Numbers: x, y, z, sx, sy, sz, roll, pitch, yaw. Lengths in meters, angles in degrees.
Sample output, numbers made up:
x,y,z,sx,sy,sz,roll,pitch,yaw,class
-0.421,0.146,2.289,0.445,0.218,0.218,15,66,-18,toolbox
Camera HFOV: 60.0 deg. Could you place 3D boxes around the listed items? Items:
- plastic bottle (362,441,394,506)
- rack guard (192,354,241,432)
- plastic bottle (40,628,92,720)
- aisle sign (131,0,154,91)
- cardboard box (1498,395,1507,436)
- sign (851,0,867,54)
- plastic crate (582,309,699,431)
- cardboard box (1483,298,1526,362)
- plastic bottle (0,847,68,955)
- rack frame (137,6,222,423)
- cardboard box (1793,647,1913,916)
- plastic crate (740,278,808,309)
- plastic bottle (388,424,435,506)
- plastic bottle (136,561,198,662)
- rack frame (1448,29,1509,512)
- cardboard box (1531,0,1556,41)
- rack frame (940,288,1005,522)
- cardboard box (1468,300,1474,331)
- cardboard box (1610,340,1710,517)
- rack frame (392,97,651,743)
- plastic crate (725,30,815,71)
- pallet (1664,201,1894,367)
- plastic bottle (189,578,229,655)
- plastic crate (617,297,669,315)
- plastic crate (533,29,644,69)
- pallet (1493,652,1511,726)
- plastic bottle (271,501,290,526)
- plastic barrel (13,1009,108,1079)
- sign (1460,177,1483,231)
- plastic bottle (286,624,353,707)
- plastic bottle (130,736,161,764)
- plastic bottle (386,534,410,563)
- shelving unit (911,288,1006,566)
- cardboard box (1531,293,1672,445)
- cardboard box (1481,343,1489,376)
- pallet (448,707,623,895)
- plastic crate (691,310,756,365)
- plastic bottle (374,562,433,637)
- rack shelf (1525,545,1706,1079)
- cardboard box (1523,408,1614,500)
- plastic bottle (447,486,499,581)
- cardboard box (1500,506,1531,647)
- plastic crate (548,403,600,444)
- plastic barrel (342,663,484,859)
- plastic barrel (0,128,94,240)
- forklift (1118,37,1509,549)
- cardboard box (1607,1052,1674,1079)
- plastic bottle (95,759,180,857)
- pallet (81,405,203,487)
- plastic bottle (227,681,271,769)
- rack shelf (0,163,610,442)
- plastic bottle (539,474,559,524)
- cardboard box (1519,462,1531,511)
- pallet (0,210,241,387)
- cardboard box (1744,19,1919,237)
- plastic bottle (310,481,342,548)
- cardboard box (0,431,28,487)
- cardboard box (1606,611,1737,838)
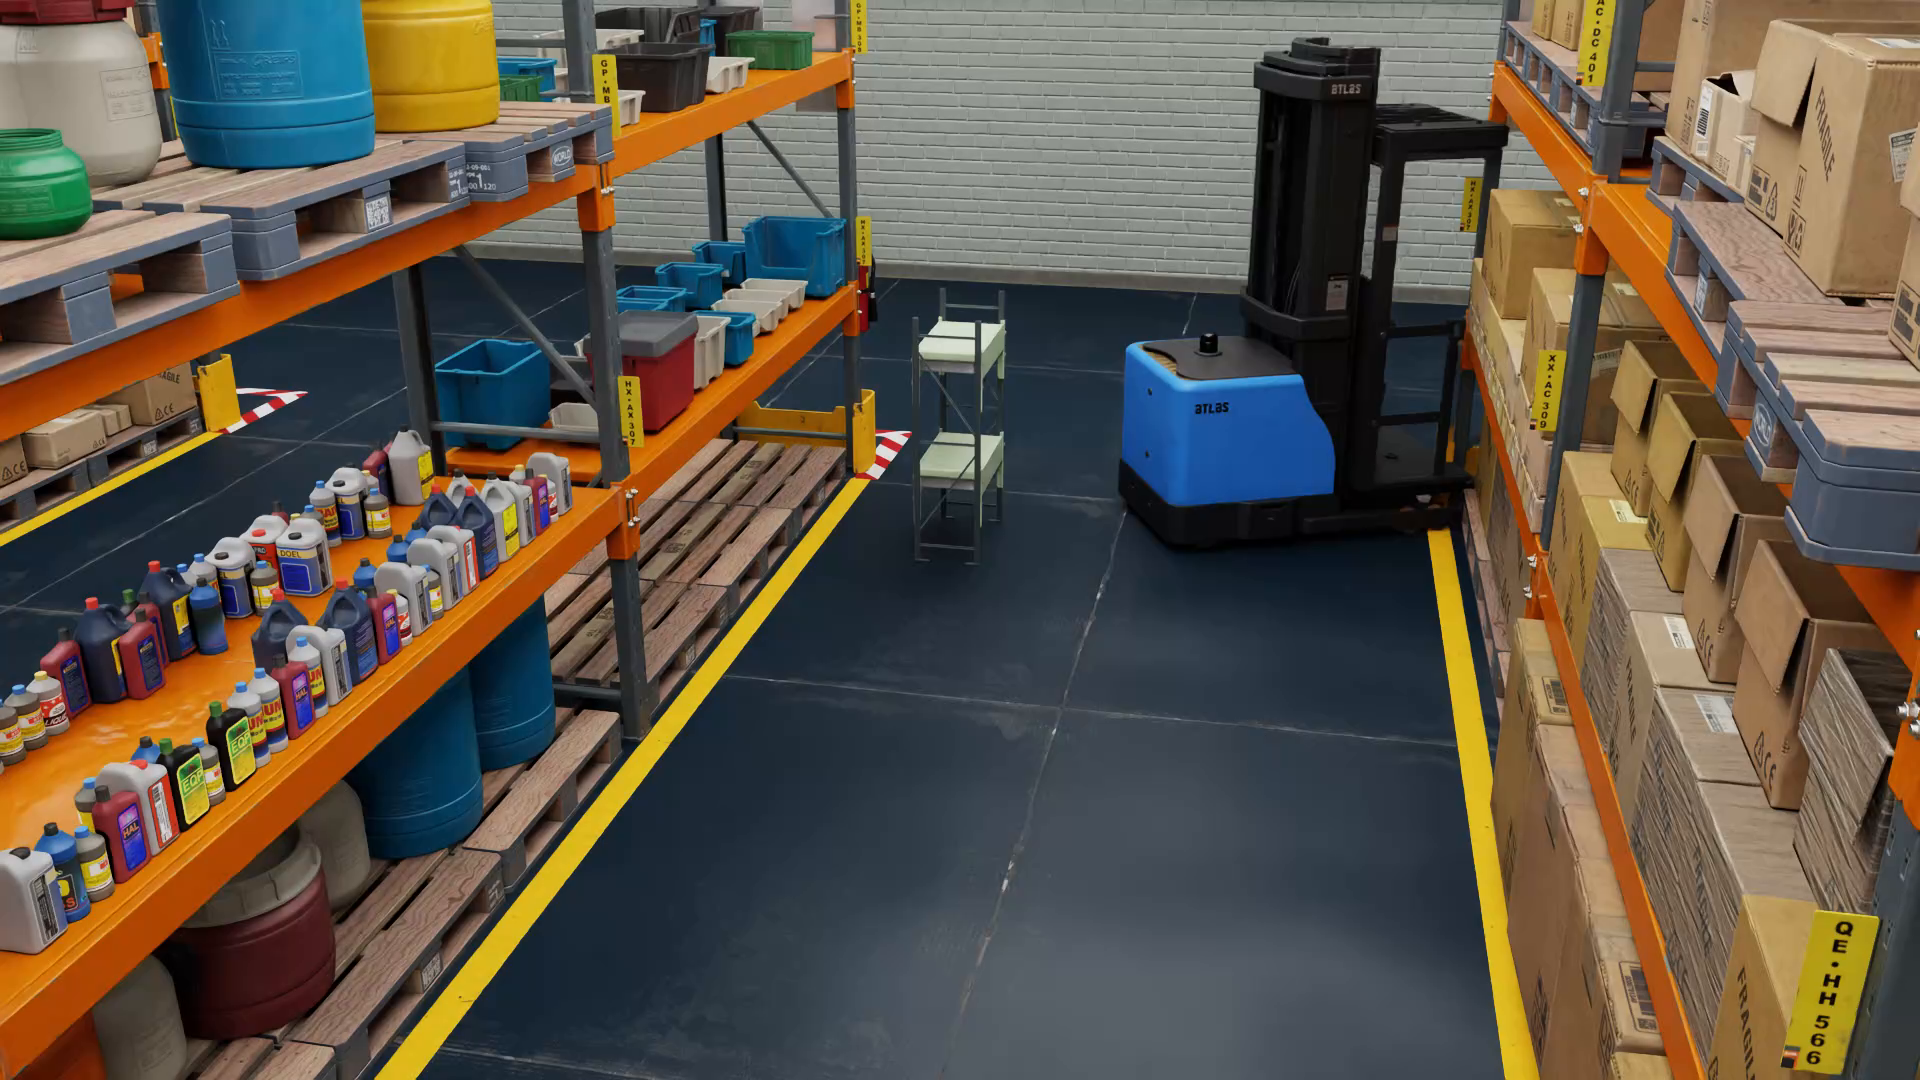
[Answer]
x,y,z,sx,sy,sz,roll,pitch,yaw,class
-2.518,-0.279,7.186,0.061,0.283,0.133,4,22,11,plastic bottle
-6.046,-1.138,12.509,1.175,0.500,0.348,4,22,11,rack guard
-2.916,0.436,5.413,0.061,0.283,0.133,4,22,11,plastic bottle
-5.716,-3.532,11.629,0.394,0.787,0.004,4,22,11,aisle sign
2.854,-0.595,8.153,0.380,0.149,0.250,4,22,10,cardboard box
-0.640,-3.253,10.540,0.100,0.325,0.005,4,22,11,sign
-1.570,-0.848,8.278,0.402,0.464,0.583,4,22,11,plastic crate
3.099,-1.108,8.891,0.500,0.250,0.500,4,22,9,cardboard box
-2.409,0.904,4.260,0.152,0.276,0.135,4,22,11,plastic bottle
-6.030,-2.325,12.111,1.000,3.000,0.127,4,22,11,rack frame
2.200,0.580,3.423,0.797,0.503,0.637,5,23,13,cardboard box
-1.171,-1.539,10.433,0.396,0.136,0.243,4,22,11,plastic crate
-2.395,-0.341,7.252,0.144,0.351,0.185,4,22,11,plastic bottle
-2.778,0.233,5.826,0.144,0.351,0.185,4,22,11,plastic bottle
3.667,-1.568,10.233,1.000,3.000,0.127,4,22,11,rack frame
3.381,-2.856,8.586,0.700,0.500,0.500,4,22,9,cardboard box
0.073,-0.827,10.400,0.400,1.500,0.023,4,22,11,rack frame
3.272,-1.347,10.020,0.380,0.149,0.250,5,22,12,cardboard box
2.729,-0.383,5.813,0.797,0.503,0.637,4,22,10,cardboard box
-1.998,-0.483,7.538,1.000,3.000,0.127,4,22,11,rack frame
-1.103,-2.857,9.700,0.450,0.188,0.336,4,22,11,plastic crate
2.339,-0.595,4.054,1.003,0.211,1.213,6,23,13,pallet
-2.651,0.263,5.858,0.097,0.271,0.097,0,22,0,plastic bottle
-1.884,-1.240,9.560,0.416,0.233,0.300,4,22,11,plastic crate
-1.936,-2.495,8.678,0.437,0.282,0.530,4,22,11,plastic crate
3.083,0.916,7.797,1.003,0.211,1.213,4,22,11,pallet
-2.672,-0.003,6.501,0.061,0.283,0.133,4,22,11,plastic bottle
-2.731,1.612,4.680,0.600,0.830,0.708,4,22,11,plastic barrel
3.125,-2.051,10.167,0.100,0.325,0.005,4,22,11,sign
-2.126,0.397,5.520,0.152,0.276,0.135,4,22,11,plastic bottle
-2.324,0.692,4.793,0.097,0.271,0.097,0,22,0,plastic bottle
-2.093,0.110,6.238,0.097,0.271,0.097,0,22,0,plastic bottle
-0.001,-0.693,10.067,0.431,1.500,0.755,4,22,11,shelving unit
2.683,-0.710,6.901,0.500,0.500,0.500,5,22,12,cardboard box
3.064,-0.971,9.086,0.380,0.149,0.250,4,22,10,cardboard box
-2.196,1.089,7.366,1.003,0.211,1.213,4,22,11,pallet
-1.350,-1.125,9.277,0.416,0.233,0.300,4,22,11,plastic crate
-2.014,0.195,6.019,0.152,0.276,0.135,4,22,11,plastic bottle
2.443,0.960,4.918,1.077,0.370,4.000,4,22,11,rack shelf
2.684,-0.355,7.023,0.500,0.250,0.500,4,22,10,cardboard box
-1.903,-0.031,6.482,0.144,0.351,0.185,4,22,11,plastic bottle
3.247,0.121,8.320,0.875,0.875,0.875,4,22,11,cardboard box
-1.763,-0.548,7.971,0.396,0.136,0.243,4,22,11,plastic crate
-2.270,0.752,6.717,0.600,0.901,0.708,4,22,11,plastic barrel
-2.373,-0.904,4.214,0.294,0.245,0.294,0,22,0,plastic barrel
2.614,-1.585,10.365,3.031,2.935,1.130,-5,23,-13,forklift
2.196,1.897,3.909,1.225,0.875,0.875,3,22,8,cardboard box
-2.315,0.735,4.680,0.152,0.276,0.135,4,22,11,plastic bottle
-6.207,-0.712,11.839,1.003,0.211,1.213,4,22,11,pallet
-2.190,0.563,5.112,0.097,0.271,0.097,0,22,0,plastic bottle
-2.406,-0.809,5.296,1.077,0.370,4.000,4,22,11,rack shelf
-1.759,-0.178,7.045,0.097,0.201,0.097,0,22,0,plastic bottle
2.645,-0.220,7.220,0.380,0.149,0.250,5,22,12,cardboard box
-2.562,-0.596,4.056,1.003,0.211,1.213,4,22,11,pallet
2.431,-1.025,4.169,0.797,0.503,0.637,4,22,10,cardboard box
-2.591,-0.109,6.781,0.097,0.271,0.097,0,22,0,plastic bottle
-6.468,-0.596,10.570,0.797,0.503,0.637,4,22,11,cardboard box
2.208,0.554,4.830,0.500,0.500,0.500,5,22,12,cardboard box
